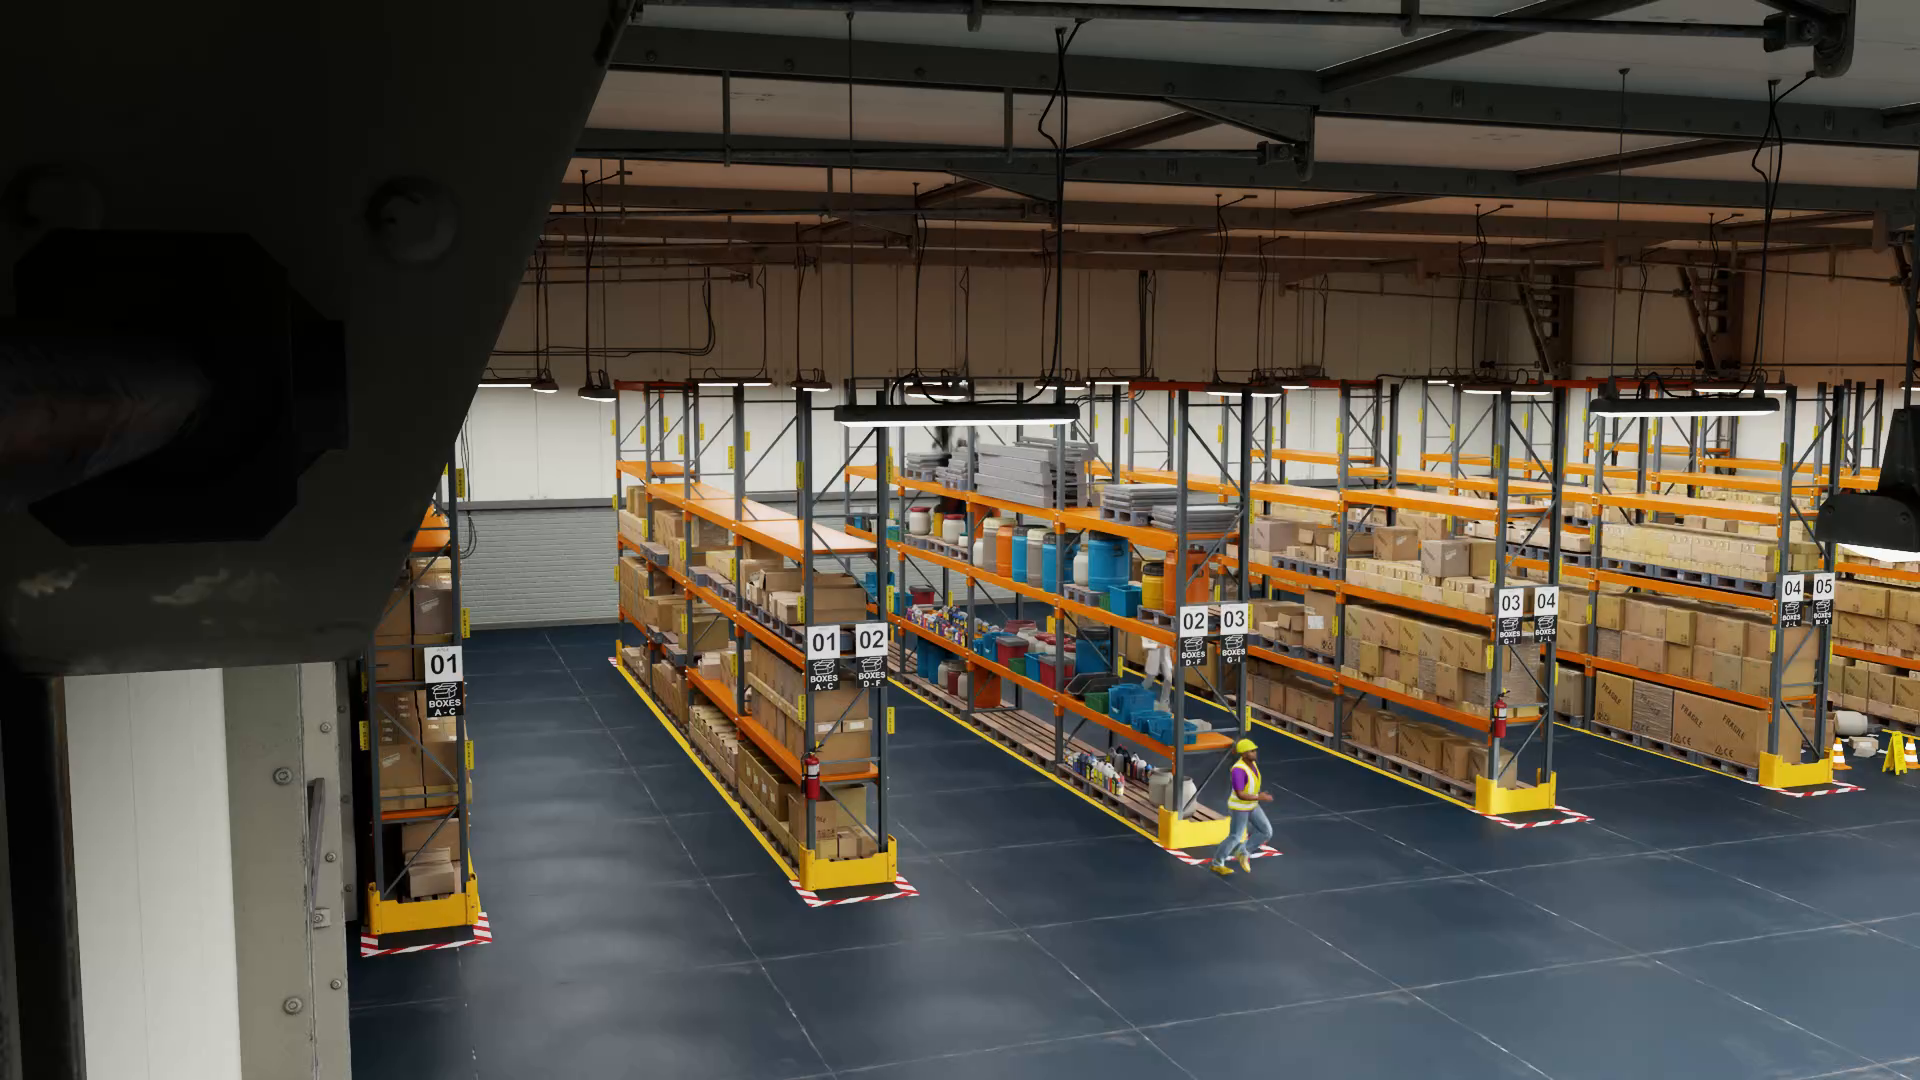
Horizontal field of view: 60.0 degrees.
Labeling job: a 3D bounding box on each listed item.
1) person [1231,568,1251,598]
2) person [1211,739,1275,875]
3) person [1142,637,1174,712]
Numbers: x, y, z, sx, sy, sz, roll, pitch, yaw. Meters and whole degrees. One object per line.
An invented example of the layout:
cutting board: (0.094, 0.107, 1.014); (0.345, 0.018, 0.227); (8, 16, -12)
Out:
person: (7.098, 1.118, 41.427); (0.855, 1.772, 0.831); (-1, 6, -7)
person: (3.529, 3.283, 20.504); (0.827, 1.713, 0.715); (4, 7, 34)
person: (3.627, 2.238, 30.467); (0.733, 1.840, 0.983); (-2, 6, -16)
